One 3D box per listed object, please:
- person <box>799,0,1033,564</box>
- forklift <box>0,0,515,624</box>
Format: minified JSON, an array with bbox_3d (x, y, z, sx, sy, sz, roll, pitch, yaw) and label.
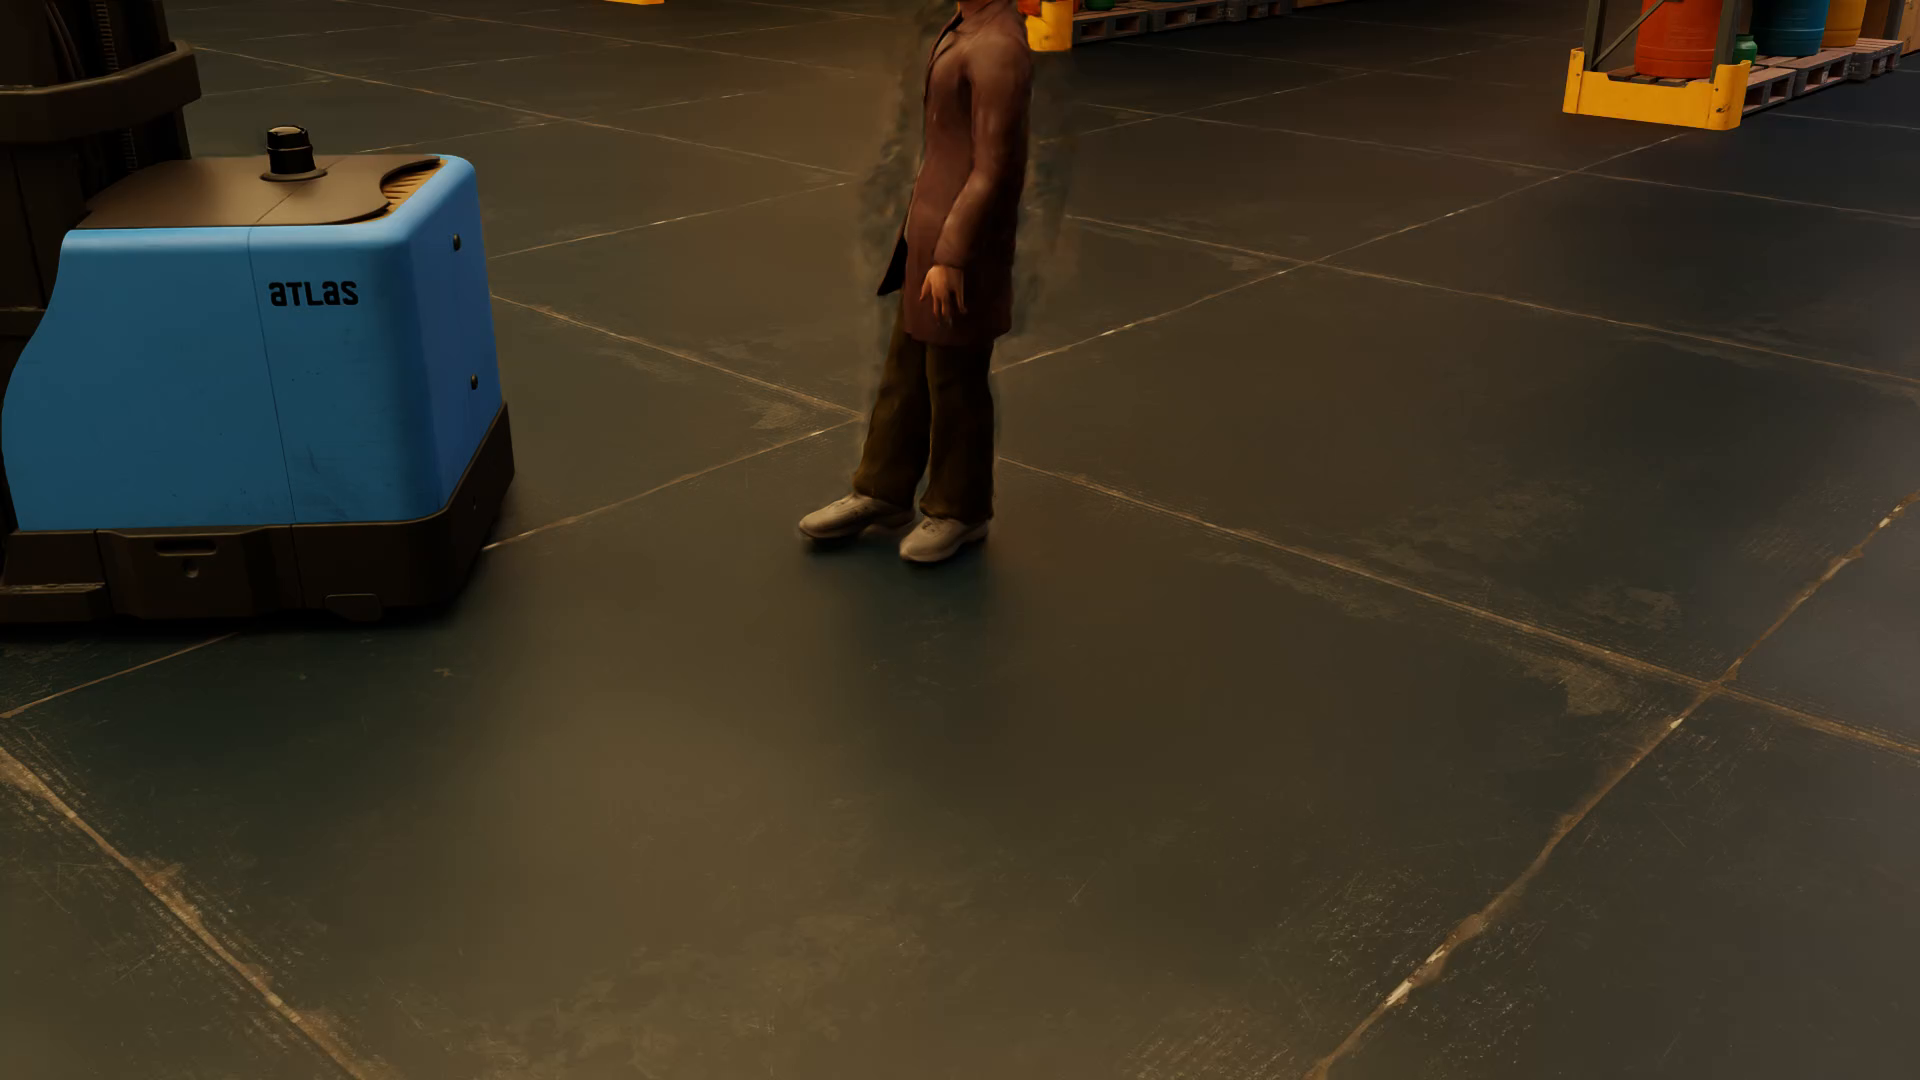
[{"bbox_3d":[-0.144,-0.813,4.606,0.669,1.779,0.697,-1,24,-3],"label":"person"},{"bbox_3d":[-2.893,-1.272,4.228,3.031,2.935,1.130,-2,24,-4],"label":"forklift"}]
